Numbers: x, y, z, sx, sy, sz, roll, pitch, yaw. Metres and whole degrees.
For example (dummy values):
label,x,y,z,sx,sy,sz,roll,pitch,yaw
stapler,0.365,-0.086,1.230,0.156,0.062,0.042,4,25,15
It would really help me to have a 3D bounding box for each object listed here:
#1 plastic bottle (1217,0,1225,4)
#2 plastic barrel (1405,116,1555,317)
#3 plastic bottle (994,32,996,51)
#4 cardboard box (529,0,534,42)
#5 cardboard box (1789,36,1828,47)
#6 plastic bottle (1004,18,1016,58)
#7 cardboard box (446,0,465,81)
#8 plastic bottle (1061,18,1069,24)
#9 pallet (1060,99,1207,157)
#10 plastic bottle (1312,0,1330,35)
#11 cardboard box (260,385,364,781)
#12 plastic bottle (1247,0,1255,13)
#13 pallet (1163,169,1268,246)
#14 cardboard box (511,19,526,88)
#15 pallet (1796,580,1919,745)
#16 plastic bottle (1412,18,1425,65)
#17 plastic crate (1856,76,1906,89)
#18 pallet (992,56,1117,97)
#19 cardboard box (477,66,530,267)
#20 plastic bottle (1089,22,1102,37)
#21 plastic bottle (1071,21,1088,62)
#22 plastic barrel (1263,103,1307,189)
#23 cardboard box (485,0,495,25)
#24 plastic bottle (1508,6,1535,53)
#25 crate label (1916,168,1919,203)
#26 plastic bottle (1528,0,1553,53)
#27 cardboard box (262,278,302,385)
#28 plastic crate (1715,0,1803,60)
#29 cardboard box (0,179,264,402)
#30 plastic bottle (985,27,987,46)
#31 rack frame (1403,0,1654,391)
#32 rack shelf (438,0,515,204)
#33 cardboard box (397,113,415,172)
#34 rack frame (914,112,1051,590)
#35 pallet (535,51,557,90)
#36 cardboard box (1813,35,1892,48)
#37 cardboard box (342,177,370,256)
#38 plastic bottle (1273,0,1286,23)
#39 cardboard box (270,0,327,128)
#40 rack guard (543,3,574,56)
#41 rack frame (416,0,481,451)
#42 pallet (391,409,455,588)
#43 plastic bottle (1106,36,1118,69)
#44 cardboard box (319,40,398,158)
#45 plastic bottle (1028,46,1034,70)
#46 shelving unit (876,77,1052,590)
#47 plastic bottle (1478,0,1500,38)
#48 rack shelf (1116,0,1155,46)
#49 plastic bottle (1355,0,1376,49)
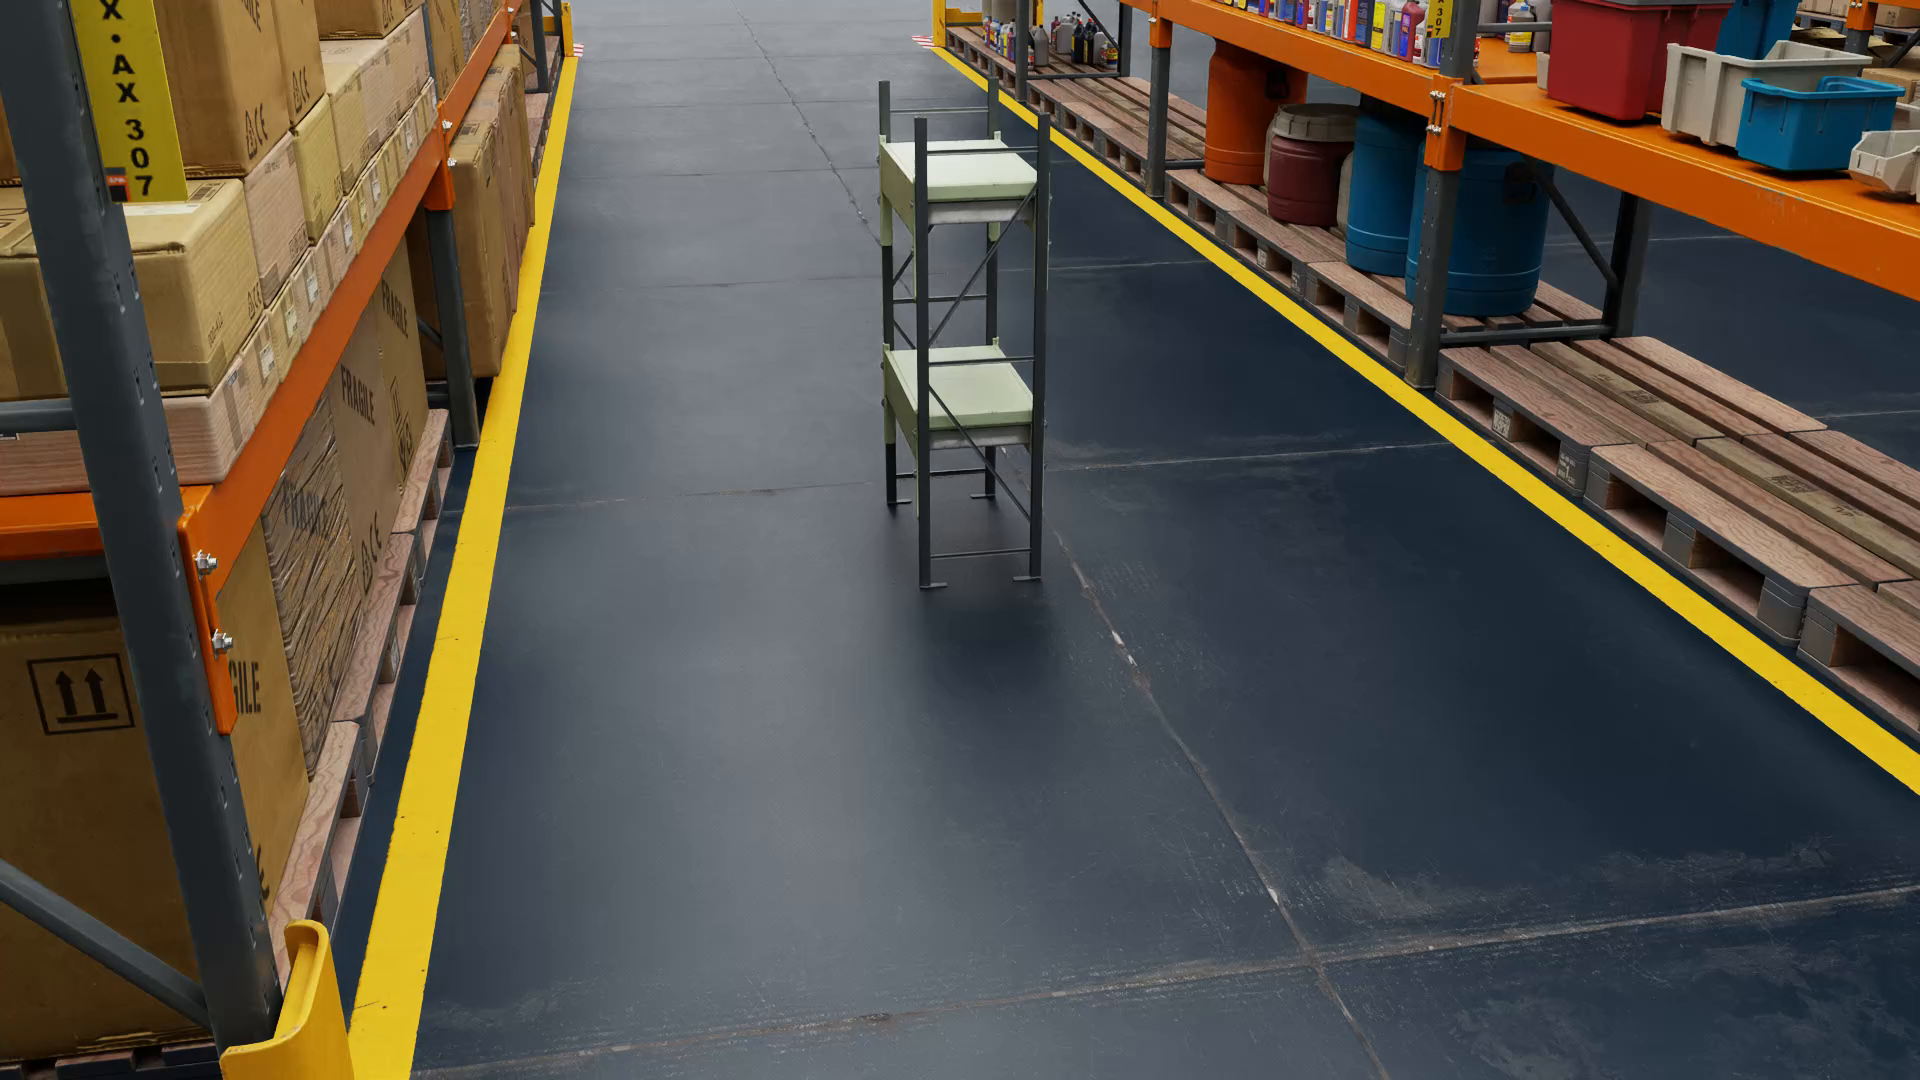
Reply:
label,x,y,z,sx,sy,sz,roll,pitch,yaw
plastic bottle,1.571,-3.225,9.542,0.152,0.276,0.135,-4,24,-10
plastic barrel,2.379,-1.531,7.605,0.600,0.901,0.708,-4,24,-10
plastic bottle,0.373,-4.775,15.882,0.097,0.201,0.097,0,24,0
cardboard box,-4.381,-5.006,16.063,0.500,0.500,0.500,2,24,4
cardboard box,6.150,-3.605,12.466,0.500,0.311,0.500,-5,24,-11
plastic bottle,0.486,-4.654,15.418,0.144,0.351,0.185,-4,24,-10
cardboard box,-2.338,-2.161,6.826,0.500,0.500,0.500,-4,24,-10
plastic bottle,1.059,-4.913,16.104,0.152,0.276,0.135,-5,24,-11
pallet,1.395,-3.167,12.737,1.003,0.211,1.213,-4,24,-10
plastic bottle,1.843,-2.645,8.214,0.152,0.276,0.135,-4,24,-10
cardboard box,-2.031,0.032,4.058,0.875,0.875,0.875,-4,24,-10
plastic bottle,1.633,-3.032,9.106,0.097,0.271,0.097,0,24,0
pallet,1.910,-2.073,10.234,1.003,0.211,1.213,-4,24,-10
cardboard box,-3.919,-4.072,13.925,0.500,0.500,0.500,-5,24,-11
pallet,3.088,0.439,4.481,1.003,0.211,1.213,-4,24,-10
plastic bottle,2.024,-2.169,7.216,0.097,0.201,0.097,0,24,0
plastic crate,2.933,-1.566,5.857,0.437,0.125,0.590,-4,24,-10
pallet,0.900,-4.221,15.151,1.003,0.211,1.213,-4,24,-10
cardboard box,-2.880,-1.886,8.451,1.225,0.875,0.875,-4,24,-10
plastic bottle,1.242,-4.568,15.220,0.144,0.351,0.185,-4,24,-8
plastic bottle,1.100,-4.557,15.196,0.144,0.351,0.185,-4,24,-10
plastic barrel,2.022,-2.304,9.861,0.421,0.512,0.421,0,24,0
cardboard box,-2.724,-2.965,8.667,0.500,0.500,0.500,-5,24,-10
plastic bottle,2.564,-2.332,7.589,0.097,0.201,0.097,0,24,0
crate label,2.758,-0.948,4.428,0.396,0.136,0.243,-4,24,-10
plastic bottle,2.684,-2.382,7.612,0.152,0.276,0.135,-4,24,-10
cardboard box,-1.503,-0.395,3.222,0.380,0.149,0.250,-5,24,-11
plastic crate,2.884,-1.947,6.405,0.392,0.384,0.575,-4,24,-10
cardboard box,-1.489,-0.421,2.783,0.500,0.250,0.500,-5,24,-11
plastic bottle,0.292,-4.947,16.277,0.097,0.201,0.097,0,24,0
rack frame,2.462,-2.085,6.776,1.000,3.000,0.127,-4,24,-10
rack shelf,-2.775,-2.175,7.882,1.077,0.370,4.000,-4,24,-10
cardboard box,-1.884,-1.204,5.073,0.380,0.149,0.250,-4,24,-9
rack frame,0.066,-0.546,5.126,0.400,1.500,0.023,-4,24,-10
pallet,-4.272,-4.330,15.400,1.003,0.211,1.213,-4,24,-10
cardboard box,6.678,-3.647,12.562,0.500,0.311,0.500,-5,24,-11
cardboard box,-1.693,-0.799,4.145,0.380,0.149,0.250,-5,24,-11
plastic bottle,1.742,-2.862,8.710,0.152,0.276,0.135,-4,24,-10
cardboard box,-1.683,-1.165,3.549,0.500,0.500,0.500,-5,24,-11
rack guard,-4.610,-5.263,17.176,1.175,0.500,0.348,-4,24,-10
rack frame,-2.405,-1.718,5.937,1.000,3.000,0.127,-4,24,-10
pallet,-2.341,-0.136,5.797,1.003,0.211,1.213,-4,24,-10
plastic bottle,1.355,-4.341,14.800,0.097,0.271,0.097,0,24,0
cardboard box,-1.873,-1.228,4.629,0.500,0.250,0.500,-4,24,-9
plastic bottle,0.610,-4.271,14.727,0.097,0.201,0.097,0,24,0
shelving unit,-0.001,-0.690,5.456,0.431,1.500,0.755,-4,24,-10
plastic bottle,2.580,-2.603,8.116,0.152,0.276,0.135,-4,24,-10
rack shelf,1.353,-4.115,12.324,1.077,0.370,4.000,-4,24,-10
plastic bottle,1.937,-2.472,7.725,0.144,0.351,0.185,-4,24,-10
